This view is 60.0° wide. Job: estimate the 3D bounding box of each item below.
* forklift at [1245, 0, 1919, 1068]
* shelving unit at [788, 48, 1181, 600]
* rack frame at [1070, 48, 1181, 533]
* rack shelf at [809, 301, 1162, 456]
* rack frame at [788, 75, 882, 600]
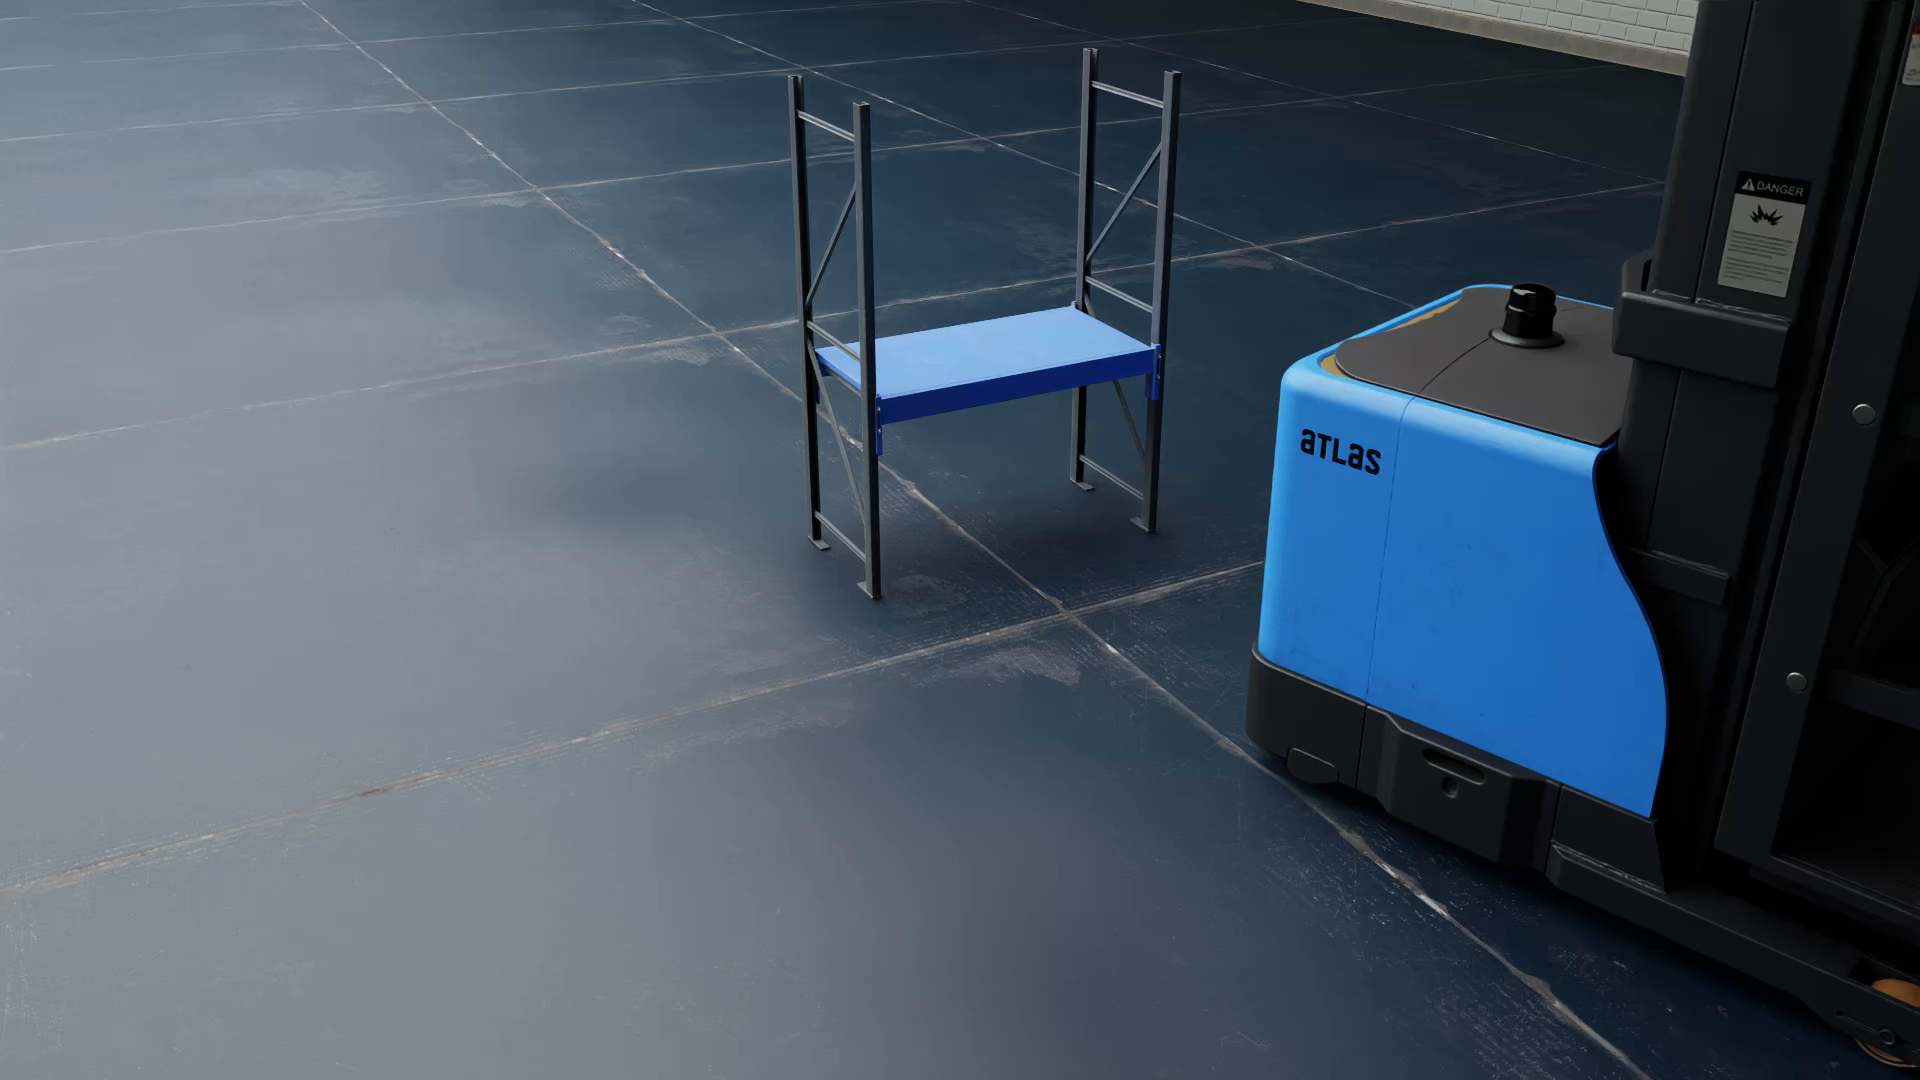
[{"bbox_3d":[2.151,-0.470,3.095,3.031,2.935,1.130,22,34,39],"label":"forklift"},{"bbox_3d":[0.075,-0.693,5.214,1.048,1.500,0.538,-13,29,-25],"label":"shelving unit"},{"bbox_3d":[0.524,-0.797,5.429,0.032,1.500,0.500,-13,29,-25],"label":"rack frame"},{"bbox_3d":[0.075,-0.531,5.291,1.000,0.185,0.538,-13,29,-25],"label":"rack shelf"},{"bbox_3d":[-0.373,-0.590,4.998,0.032,1.500,0.500,-13,29,-25],"label":"rack frame"}]
